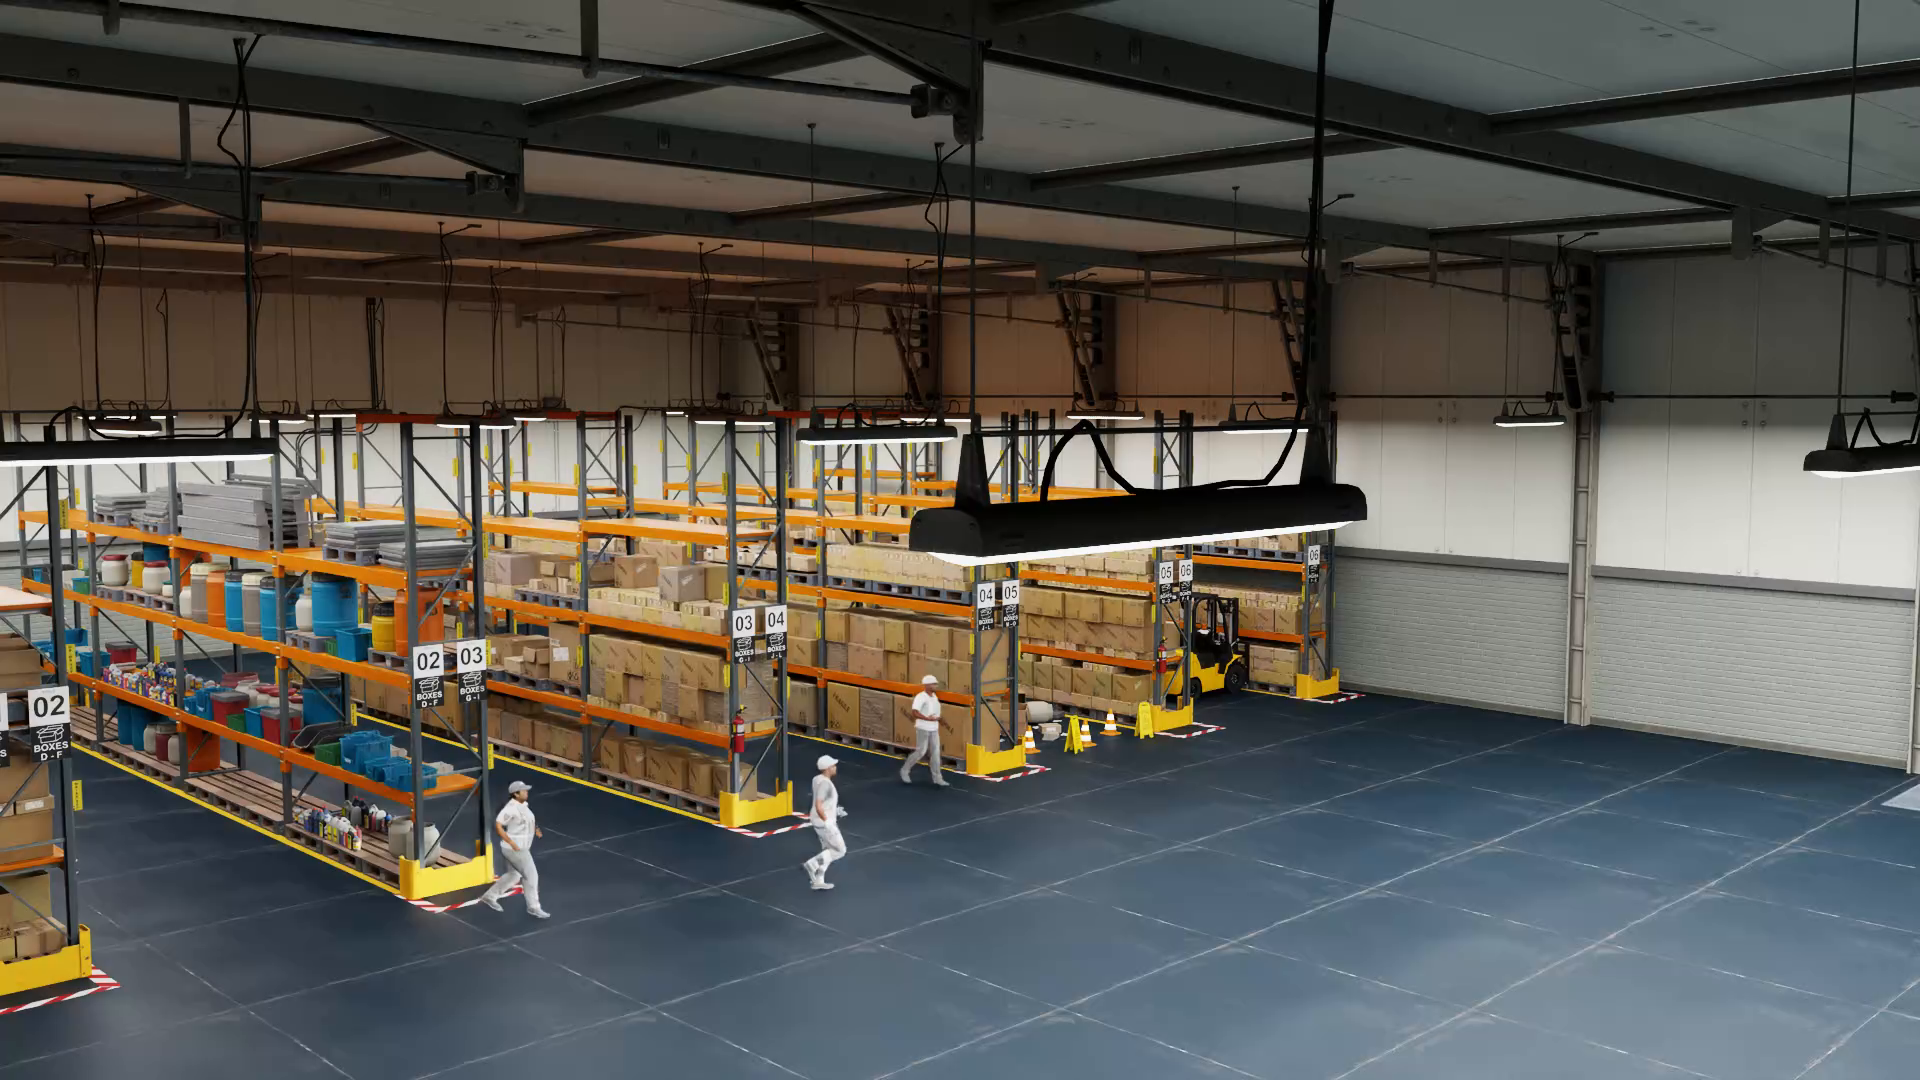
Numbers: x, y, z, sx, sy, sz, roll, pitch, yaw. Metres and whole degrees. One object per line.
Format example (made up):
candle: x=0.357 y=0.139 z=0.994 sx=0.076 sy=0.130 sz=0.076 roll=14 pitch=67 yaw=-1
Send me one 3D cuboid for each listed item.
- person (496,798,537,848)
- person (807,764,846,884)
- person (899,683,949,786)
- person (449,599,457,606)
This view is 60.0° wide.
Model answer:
person: x=-5.340 y=3.425 z=20.163 sx=0.386 sy=0.593 sz=0.578 roll=-1 pitch=5 yaw=-6
person: x=-1.731 y=3.657 z=21.312 sx=0.511 sy=1.551 sz=0.647 roll=-1 pitch=5 yaw=-15
person: x=-0.482 y=3.098 z=27.065 sx=0.899 sy=1.708 sz=0.764 roll=3 pitch=6 yaw=32
person: x=-11.980 y=1.675 z=38.988 sx=0.592 sy=0.750 sz=0.486 roll=1 pitch=5 yaw=10
